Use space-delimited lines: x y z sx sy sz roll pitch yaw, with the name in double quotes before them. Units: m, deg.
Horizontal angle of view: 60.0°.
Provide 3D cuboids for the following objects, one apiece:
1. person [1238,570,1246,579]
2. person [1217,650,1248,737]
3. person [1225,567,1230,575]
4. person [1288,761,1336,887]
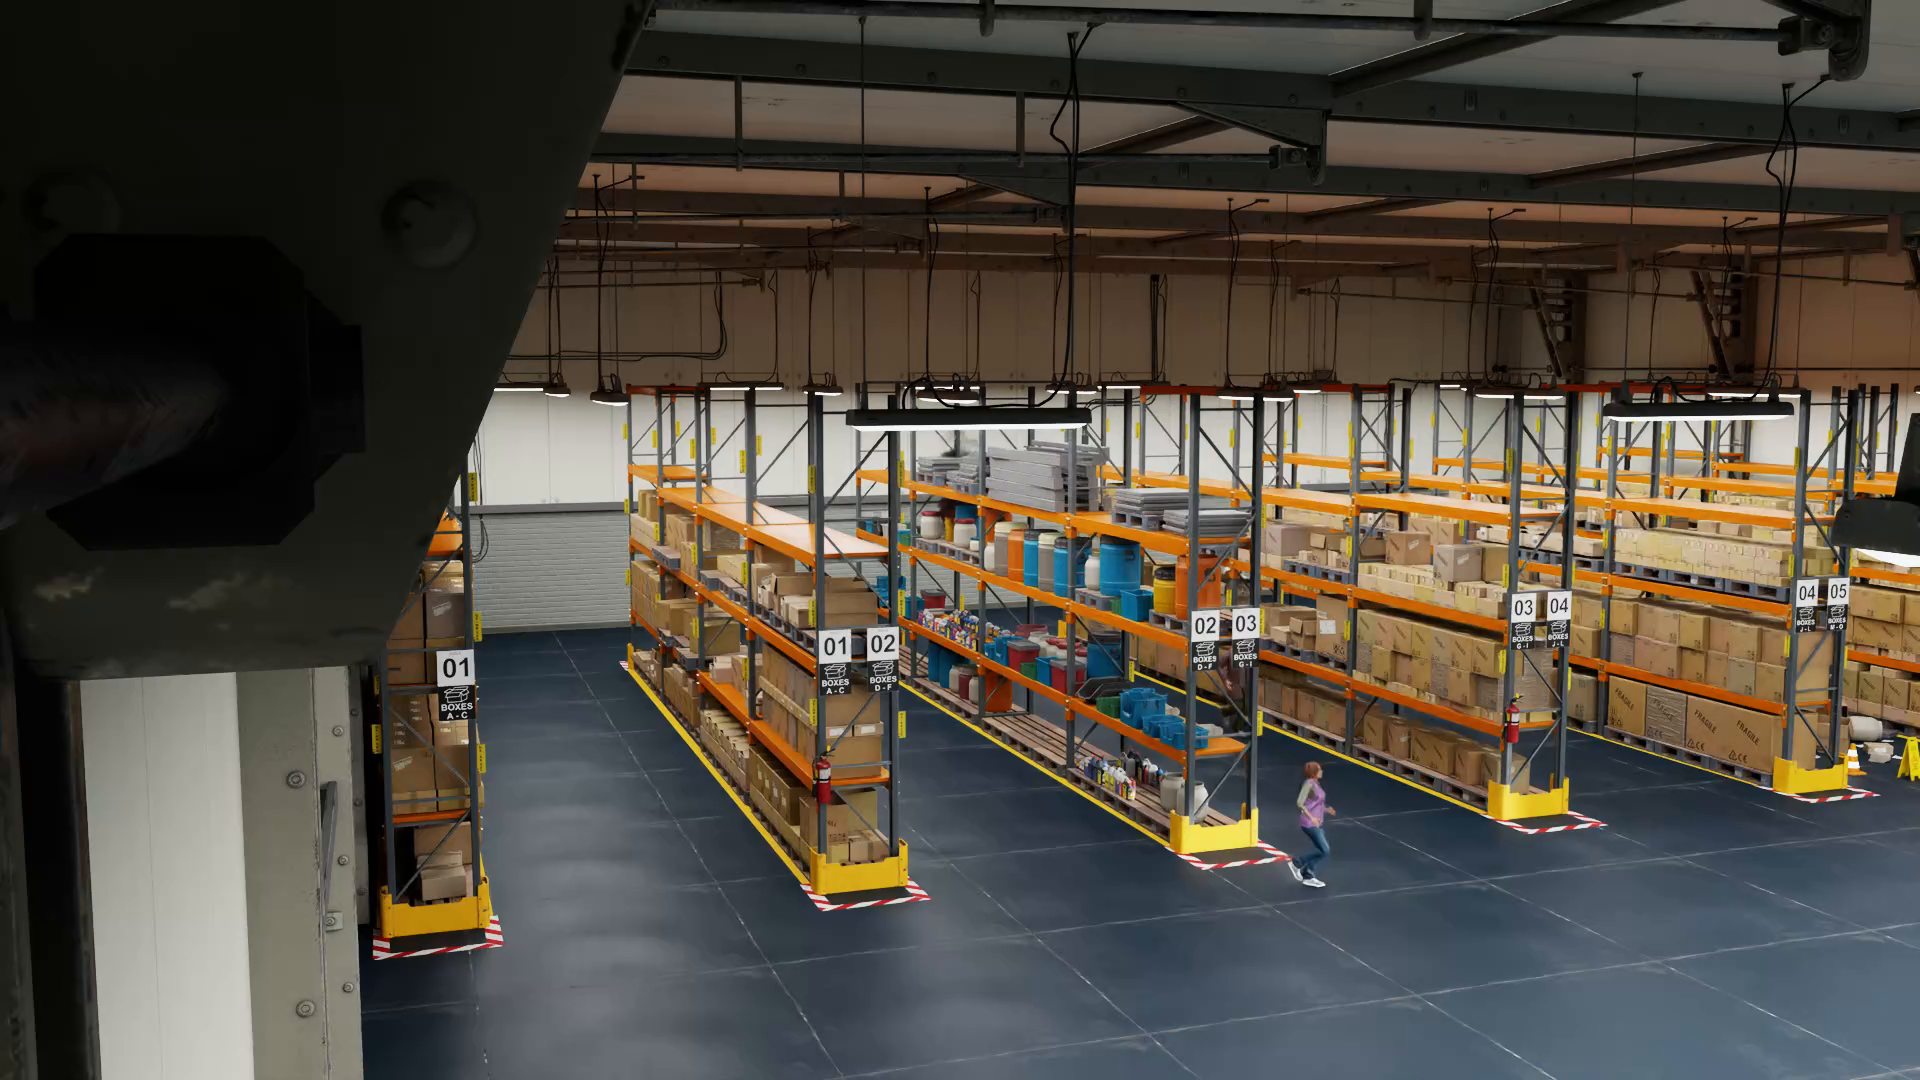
"person" 6.770 1.336 41.202 0.628 1.542 0.673 -1 6 -12
"person" 4.783 2.521 28.724 0.709 1.725 0.640 -3 7 -25
"person" 6.228 1.480 38.715 0.690 1.792 0.676 -1 6 -9
"person" 4.303 3.471 20.311 0.541 1.542 0.562 2 6 19
